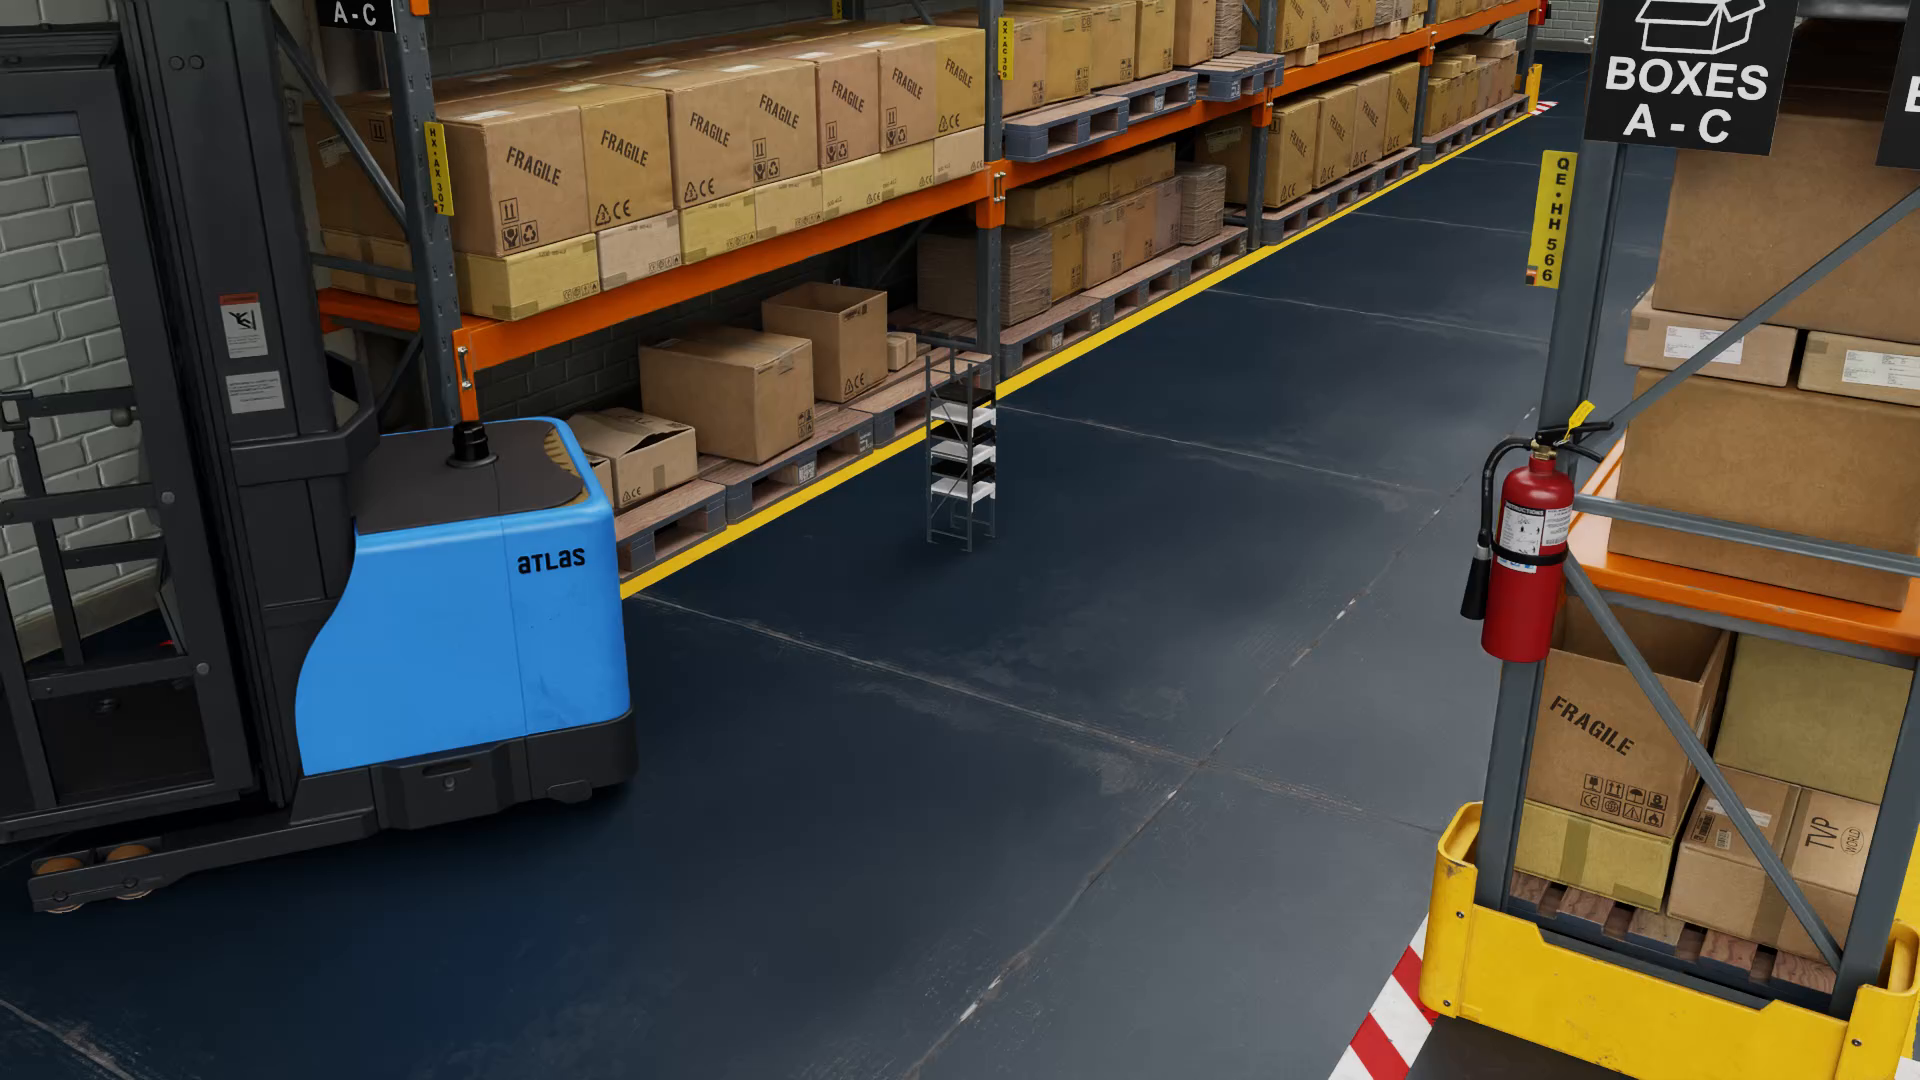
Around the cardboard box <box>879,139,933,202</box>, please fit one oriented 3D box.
[{"bbox_3d":[-0.481,-1.945,8.630,0.500,0.250,0.500,14,27,29],"label":"cardboard box"}]

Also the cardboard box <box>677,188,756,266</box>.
[{"bbox_3d":[-1.266,-1.432,7.445,0.500,0.250,0.500,13,27,28],"label":"cardboard box"}]

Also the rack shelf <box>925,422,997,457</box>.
[{"bbox_3d":[0.004,-0.468,7.555,0.258,0.077,0.200,14,27,29],"label":"rack shelf"}]

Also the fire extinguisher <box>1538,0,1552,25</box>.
[{"bbox_3d":[6.583,-6.192,18.844,0.296,0.674,0.183,14,27,29],"label":"fire extinguisher"}]

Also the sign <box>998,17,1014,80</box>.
[{"bbox_3d":[0.246,-2.680,9.076,0.100,0.325,0.005,14,27,29],"label":"sign"}]

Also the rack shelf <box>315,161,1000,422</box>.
[{"bbox_3d":[-1.274,-1.389,8.088,1.077,0.370,4.000,14,27,29],"label":"rack shelf"}]

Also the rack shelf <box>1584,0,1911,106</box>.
[{"bbox_3d":[2.937,-1.729,5.097,1.077,0.370,4.000,14,27,29],"label":"rack shelf"}]

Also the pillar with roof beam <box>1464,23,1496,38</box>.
[{"bbox_3d":[10.458,-9.388,18.108,9.100,9.000,0.400,14,27,29],"label":"pillar with roof beam"}]

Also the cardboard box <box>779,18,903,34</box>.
[{"bbox_3d":[-0.644,-2.564,9.116,0.500,0.500,0.500,13,27,28],"label":"cardboard box"}]

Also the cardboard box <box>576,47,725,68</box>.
[{"bbox_3d":[-1.452,-2.045,7.919,0.500,0.500,0.500,14,27,30],"label":"cardboard box"}]

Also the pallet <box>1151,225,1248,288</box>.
[{"bbox_3d":[1.478,-2.201,12.569,1.003,0.211,1.213,14,27,29],"label":"pallet"}]

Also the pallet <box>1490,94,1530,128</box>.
[{"bbox_3d":[5.756,-4.878,18.753,1.003,0.211,1.213,14,27,29],"label":"pallet"}]

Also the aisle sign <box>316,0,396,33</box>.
[{"bbox_3d":[-2.112,-2.150,5.668,0.394,0.787,0.004,14,27,29],"label":"aisle sign"}]

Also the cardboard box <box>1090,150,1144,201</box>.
[{"bbox_3d":[0.935,-2.535,11.479,0.500,0.250,0.500,14,27,29],"label":"cardboard box"}]

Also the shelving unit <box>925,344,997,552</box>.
[{"bbox_3d":[0.004,-0.416,7.578,0.258,0.900,0.210,14,27,29],"label":"shelving unit"}]

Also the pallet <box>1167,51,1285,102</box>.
[{"bbox_3d":[1.606,-3.393,12.054,1.213,0.211,1.003,14,27,29],"label":"pallet"}]

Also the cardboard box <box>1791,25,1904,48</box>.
[{"bbox_3d":[2.969,-1.339,5.309,0.700,0.500,0.500,14,27,29],"label":"cardboard box"}]

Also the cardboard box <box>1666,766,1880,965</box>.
[{"bbox_3d":[2.354,0.928,4.764,0.500,0.250,0.500,14,27,29],"label":"cardboard box"}]

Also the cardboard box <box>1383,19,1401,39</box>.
[{"bbox_3d":[3.686,-4.545,14.764,0.380,0.149,0.250,14,27,29],"label":"cardboard box"}]

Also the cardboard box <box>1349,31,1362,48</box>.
[{"bbox_3d":[3.206,-4.308,14.216,0.380,0.149,0.250,15,27,31],"label":"cardboard box"}]

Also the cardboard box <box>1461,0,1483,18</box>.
[{"bbox_3d":[4.691,-5.657,16.664,0.980,0.700,0.700,13,27,28],"label":"cardboard box"}]

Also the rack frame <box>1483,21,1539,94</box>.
[{"bbox_3d":[6.111,-6.444,18.860,1.000,3.000,0.127,14,27,29],"label":"rack frame"}]

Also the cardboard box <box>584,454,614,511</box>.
[{"bbox_3d":[-1.887,-0.227,7.329,0.500,0.311,0.500,11,26,23],"label":"cardboard box"}]

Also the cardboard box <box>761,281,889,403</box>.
[{"bbox_3d":[-0.732,-1.090,9.085,0.500,0.500,0.500,12,26,25],"label":"cardboard box"}]

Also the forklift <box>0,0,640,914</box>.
[{"bbox_3d":[-2.678,-0.437,5.070,3.031,2.935,1.130,-9,25,-20],"label":"forklift"}]

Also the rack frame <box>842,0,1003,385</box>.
[{"bbox_3d":[-0.219,-2.394,9.505,1.000,3.000,0.127,14,27,29],"label":"rack frame"}]

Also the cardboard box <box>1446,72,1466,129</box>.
[{"bbox_3d":[4.751,-4.540,17.078,0.700,0.500,0.500,14,27,28],"label":"cardboard box"}]

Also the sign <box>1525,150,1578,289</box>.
[{"bbox_3d":[1.428,-0.766,3.987,0.100,0.325,0.005,14,27,29],"label":"sign"}]

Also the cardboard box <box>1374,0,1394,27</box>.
[{"bbox_3d":[3.439,-4.735,14.387,0.500,0.500,0.500,14,27,29],"label":"cardboard box"}]

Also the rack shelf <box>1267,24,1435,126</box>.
[{"bbox_3d":[2.946,-4.089,14.325,1.077,0.370,4.000,14,27,29],"label":"rack shelf"}]

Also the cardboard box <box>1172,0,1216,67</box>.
[{"bbox_3d":[1.380,-3.637,11.696,0.700,0.500,0.500,11,26,24],"label":"cardboard box"}]

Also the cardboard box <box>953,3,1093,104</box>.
[{"bbox_3d":[0.380,-2.994,10.210,0.700,0.500,0.500,17,29,34],"label":"cardboard box"}]

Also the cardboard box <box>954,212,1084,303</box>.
[{"bbox_3d":[0.385,-1.886,10.923,0.700,0.500,0.500,13,27,28],"label":"cardboard box"}]

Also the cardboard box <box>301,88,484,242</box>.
[{"bbox_3d":[-2.260,-1.532,6.733,0.500,0.500,0.500,14,27,28],"label":"cardboard box"}]

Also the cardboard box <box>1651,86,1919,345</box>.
[{"bbox_3d":[2.167,-0.821,4.112,0.700,0.500,0.500,14,27,29],"label":"cardboard box"}]

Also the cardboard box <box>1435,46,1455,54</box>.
[{"bbox_3d":[5.056,-5.186,17.755,0.380,0.149,0.250,14,27,29],"label":"cardboard box"}]

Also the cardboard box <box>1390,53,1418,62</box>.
[{"bbox_3d":[4.652,-4.928,17.160,0.380,0.149,0.250,13,27,27],"label":"cardboard box"}]

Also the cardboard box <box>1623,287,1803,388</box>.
[{"bbox_3d":[1.922,-0.520,4.232,0.380,0.149,0.250,13,27,28],"label":"cardboard box"}]

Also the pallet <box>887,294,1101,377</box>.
[{"bbox_3d":[0.191,-1.378,10.666,1.003,0.211,1.213,14,27,29],"label":"pallet"}]

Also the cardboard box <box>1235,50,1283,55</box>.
[{"bbox_3d":[2.262,-3.701,12.814,0.380,0.149,0.250,13,27,28],"label":"cardboard box"}]

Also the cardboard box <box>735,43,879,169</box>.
[{"bbox_3d":[-0.738,-2.117,8.084,0.500,0.500,0.500,13,27,27],"label":"cardboard box"}]

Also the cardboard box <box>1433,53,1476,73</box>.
[{"bbox_3d":[5.094,-4.922,17.145,0.380,0.149,0.250,13,27,27],"label":"cardboard box"}]

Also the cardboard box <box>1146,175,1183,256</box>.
[{"bbox_3d":[1.185,-2.396,12.101,0.700,0.500,0.500,14,27,29],"label":"cardboard box"}]

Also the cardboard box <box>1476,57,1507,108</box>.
[{"bbox_3d":[5.563,-5.064,18.289,0.700,0.500,0.500,14,27,29],"label":"cardboard box"}]

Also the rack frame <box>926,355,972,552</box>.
[{"bbox_3d":[-0.049,-0.381,7.498,0.240,0.900,0.006,14,27,29],"label":"rack frame"}]

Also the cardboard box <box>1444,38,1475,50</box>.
[{"bbox_3d":[5.457,-5.443,18.349,0.380,0.149,0.250,14,27,29],"label":"cardboard box"}]

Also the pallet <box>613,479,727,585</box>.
[{"bbox_3d":[-1.830,-0.057,7.616,1.003,0.211,1.213,14,27,29],"label":"pallet"}]

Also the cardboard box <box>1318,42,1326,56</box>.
[{"bbox_3d":[2.772,-4.056,13.634,0.380,0.149,0.250,15,27,30],"label":"cardboard box"}]

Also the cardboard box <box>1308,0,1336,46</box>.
[{"bbox_3d":[2.649,-4.221,13.199,0.500,0.500,0.500,15,28,31],"label":"cardboard box"}]

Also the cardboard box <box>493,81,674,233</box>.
[{"bbox_3d":[-1.552,-1.591,6.870,0.500,0.500,0.500,14,27,29],"label":"cardboard box"}]

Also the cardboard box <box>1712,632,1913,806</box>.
[{"bbox_3d":[2.616,0.414,5.006,0.500,0.500,0.500,14,27,29],"label":"cardboard box"}]

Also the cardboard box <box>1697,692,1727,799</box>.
[{"bbox_3d":[2.167,0.648,5.411,0.500,0.250,0.500,14,27,29],"label":"cardboard box"}]

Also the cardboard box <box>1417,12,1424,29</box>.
[{"bbox_3d":[4.064,-4.815,15.387,0.380,0.149,0.250,14,27,29],"label":"cardboard box"}]

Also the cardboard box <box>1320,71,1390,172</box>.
[{"bbox_3d":[3.303,-3.753,14.821,0.750,0.750,0.750,15,27,31],"label":"cardboard box"}]

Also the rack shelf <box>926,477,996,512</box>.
[{"bbox_3d":[0.004,-0.220,7.662,0.258,0.077,0.200,14,27,29],"label":"rack shelf"}]
